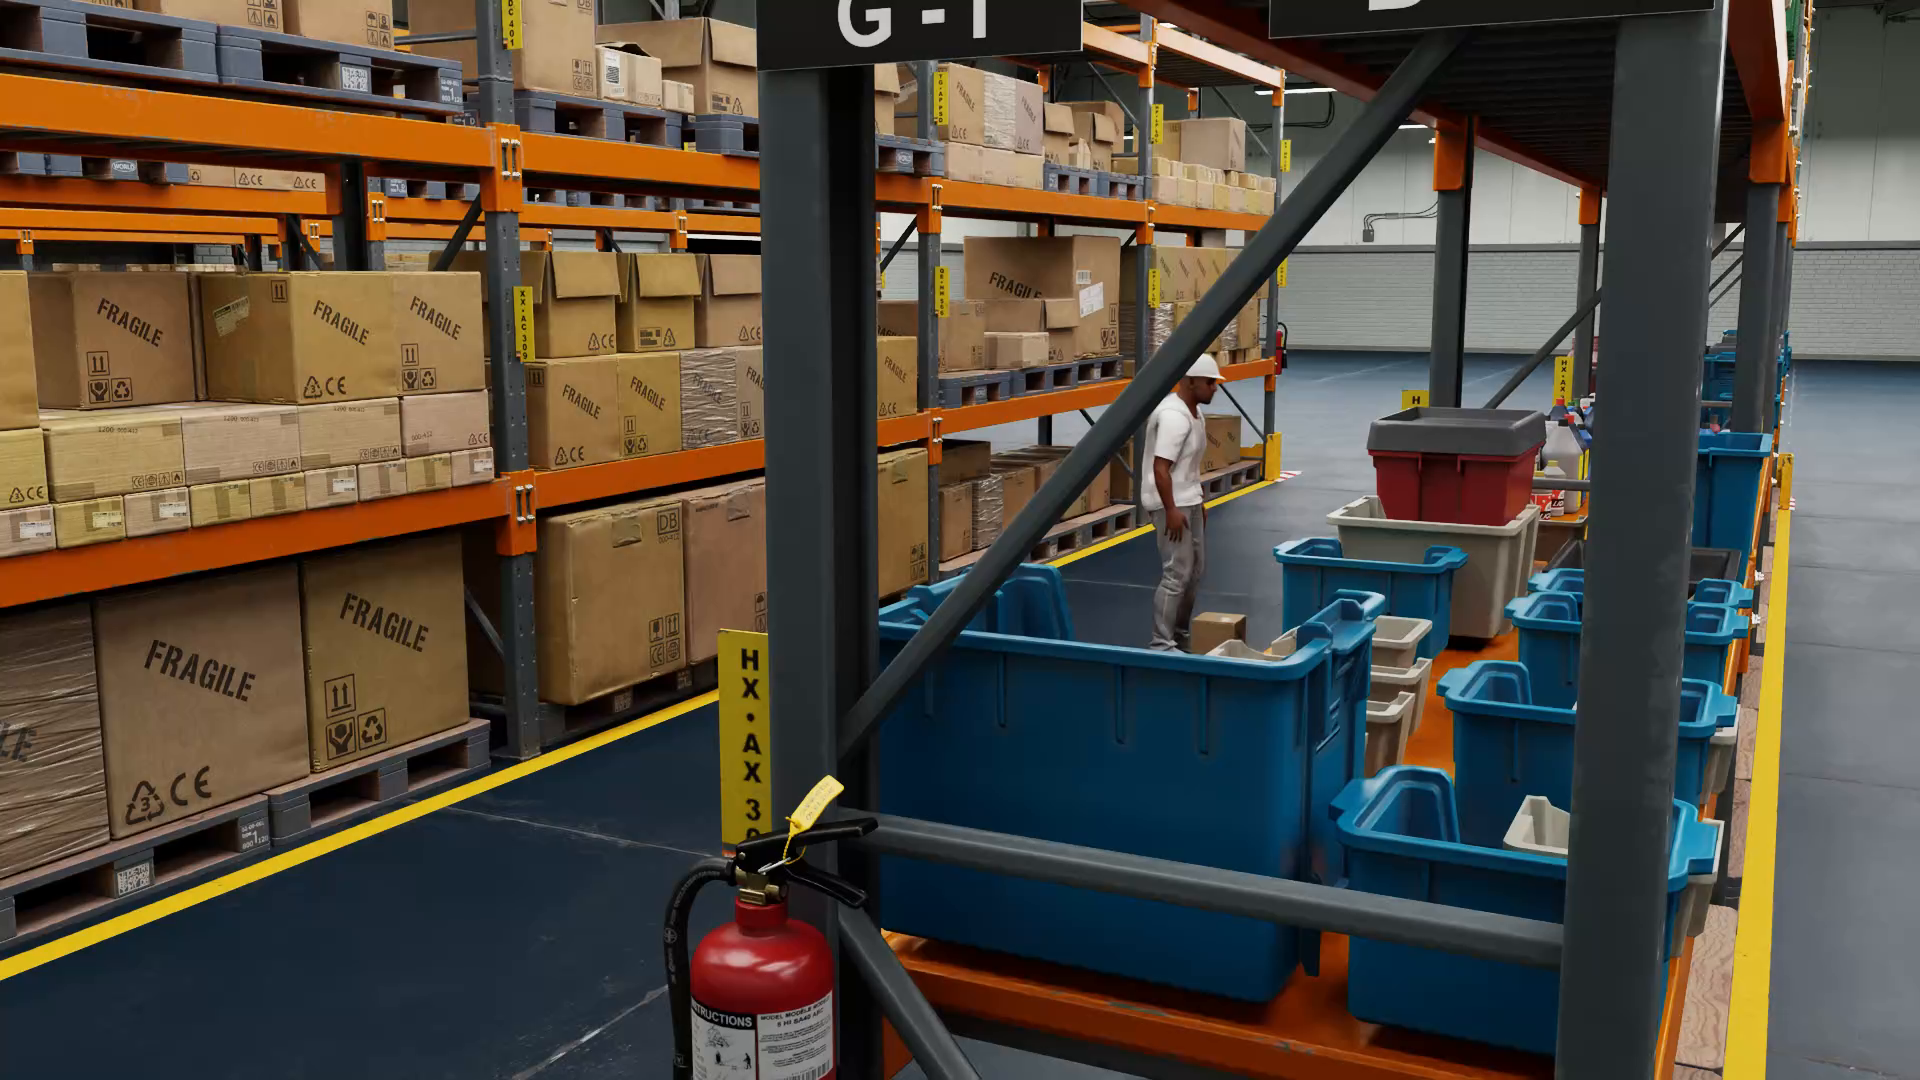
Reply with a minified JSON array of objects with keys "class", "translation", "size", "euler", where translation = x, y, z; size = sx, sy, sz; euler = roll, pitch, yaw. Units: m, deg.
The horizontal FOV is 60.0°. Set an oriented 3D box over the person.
[{"class":"person","translation":[1.274,-0.191,9.517],"size":[0.457,1.760,0.615],"euler":[4,10,24]}]
